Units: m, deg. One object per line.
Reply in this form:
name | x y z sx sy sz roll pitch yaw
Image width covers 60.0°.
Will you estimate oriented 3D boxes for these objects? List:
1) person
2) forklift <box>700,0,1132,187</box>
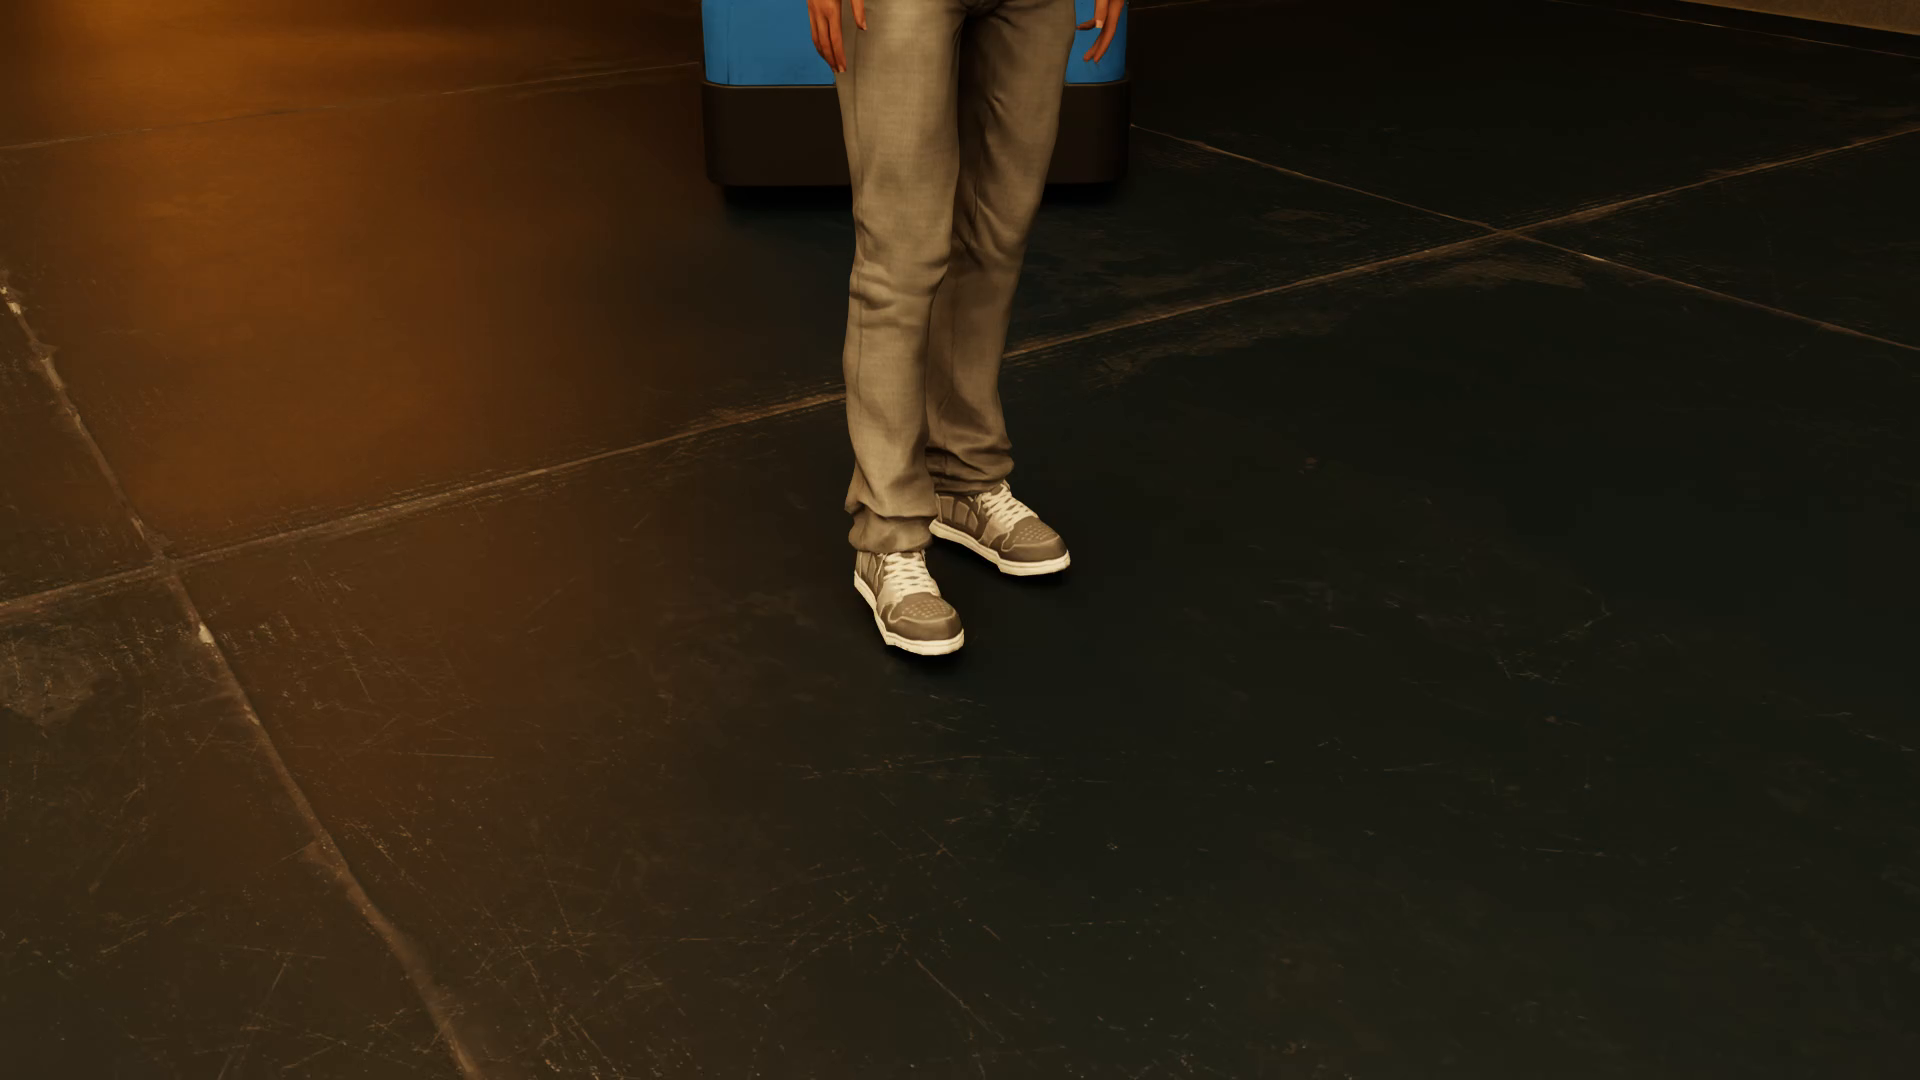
person | 0.032 -0.681 2.081 0.521 1.580 0.473 -17 31 -31
forklift | -0.152 -2.792 4.797 1.130 2.935 3.031 -1 27 -2
